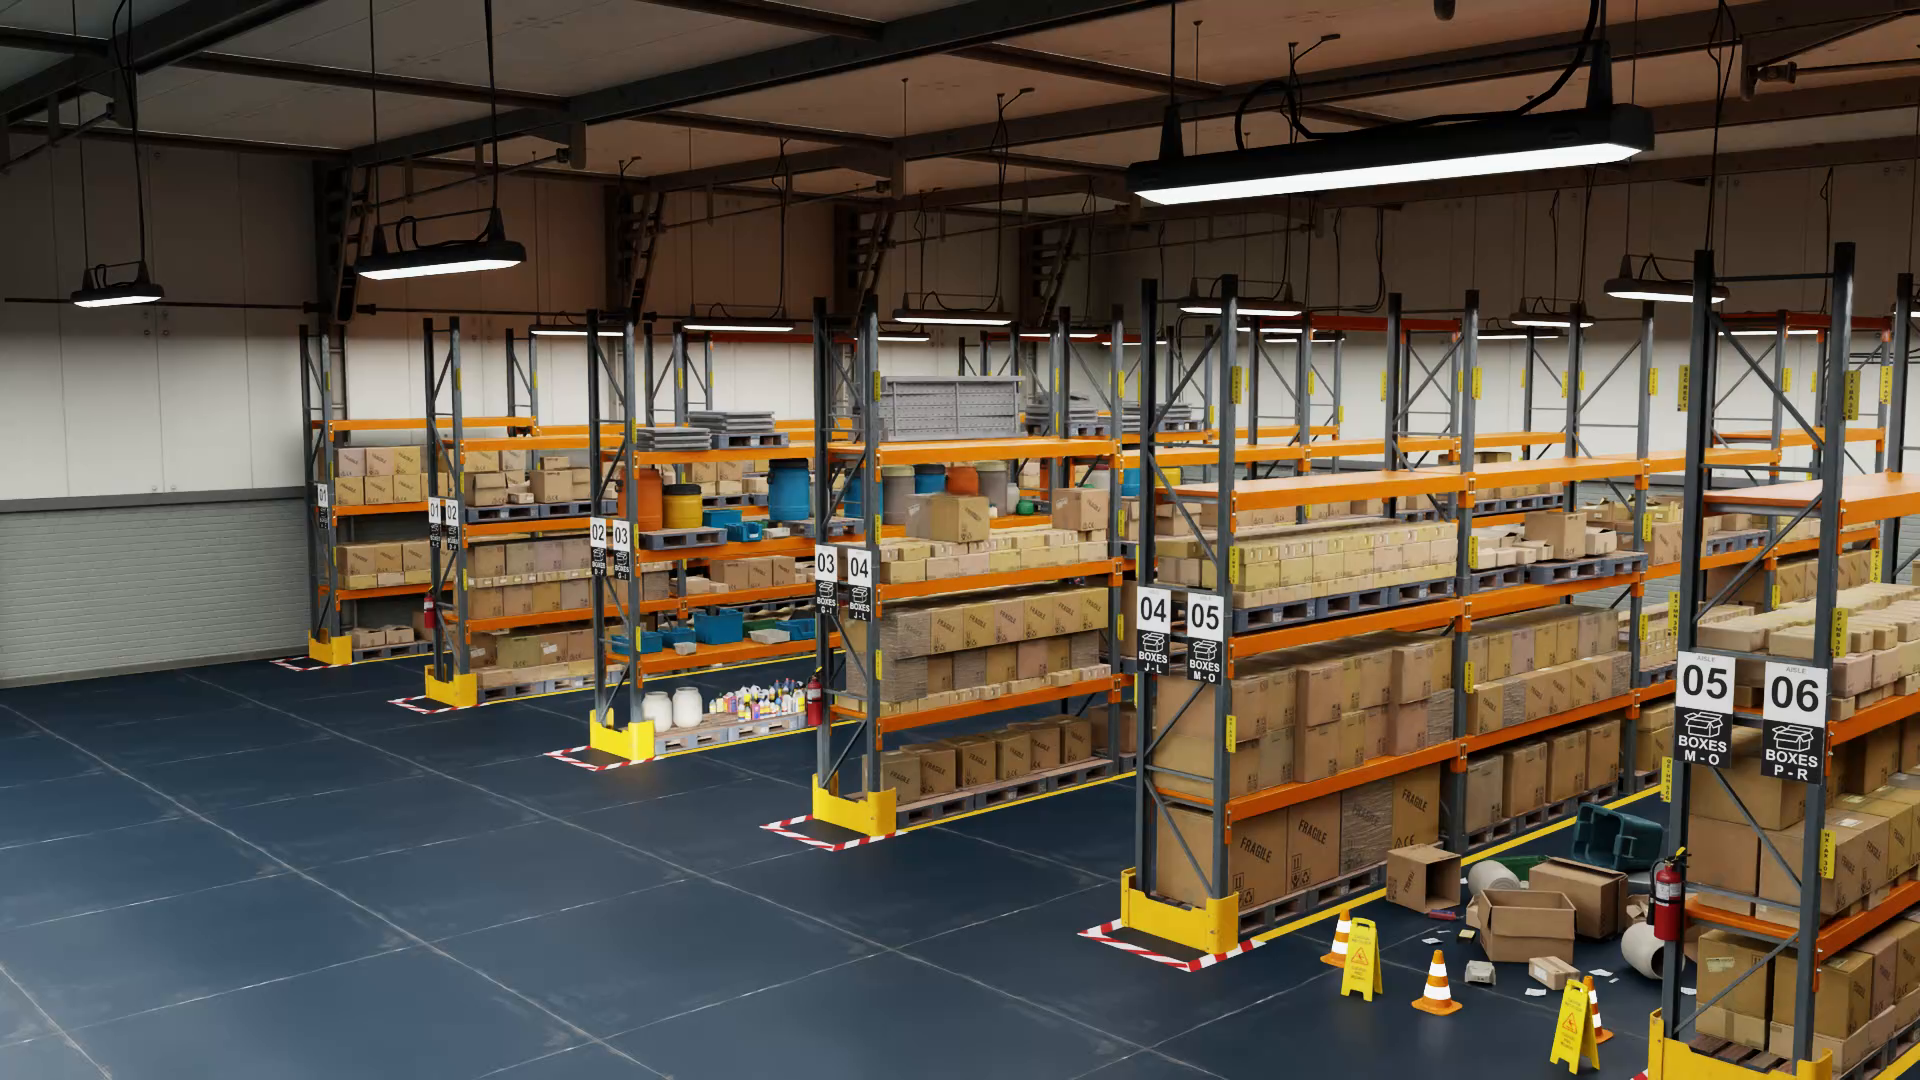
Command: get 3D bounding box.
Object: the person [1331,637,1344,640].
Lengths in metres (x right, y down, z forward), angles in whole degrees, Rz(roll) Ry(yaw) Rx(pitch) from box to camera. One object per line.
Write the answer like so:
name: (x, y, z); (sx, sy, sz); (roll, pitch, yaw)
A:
person: (4.979, 2.081, 22.103); (0.554, 1.657, 1.068); (5, 7, 38)
